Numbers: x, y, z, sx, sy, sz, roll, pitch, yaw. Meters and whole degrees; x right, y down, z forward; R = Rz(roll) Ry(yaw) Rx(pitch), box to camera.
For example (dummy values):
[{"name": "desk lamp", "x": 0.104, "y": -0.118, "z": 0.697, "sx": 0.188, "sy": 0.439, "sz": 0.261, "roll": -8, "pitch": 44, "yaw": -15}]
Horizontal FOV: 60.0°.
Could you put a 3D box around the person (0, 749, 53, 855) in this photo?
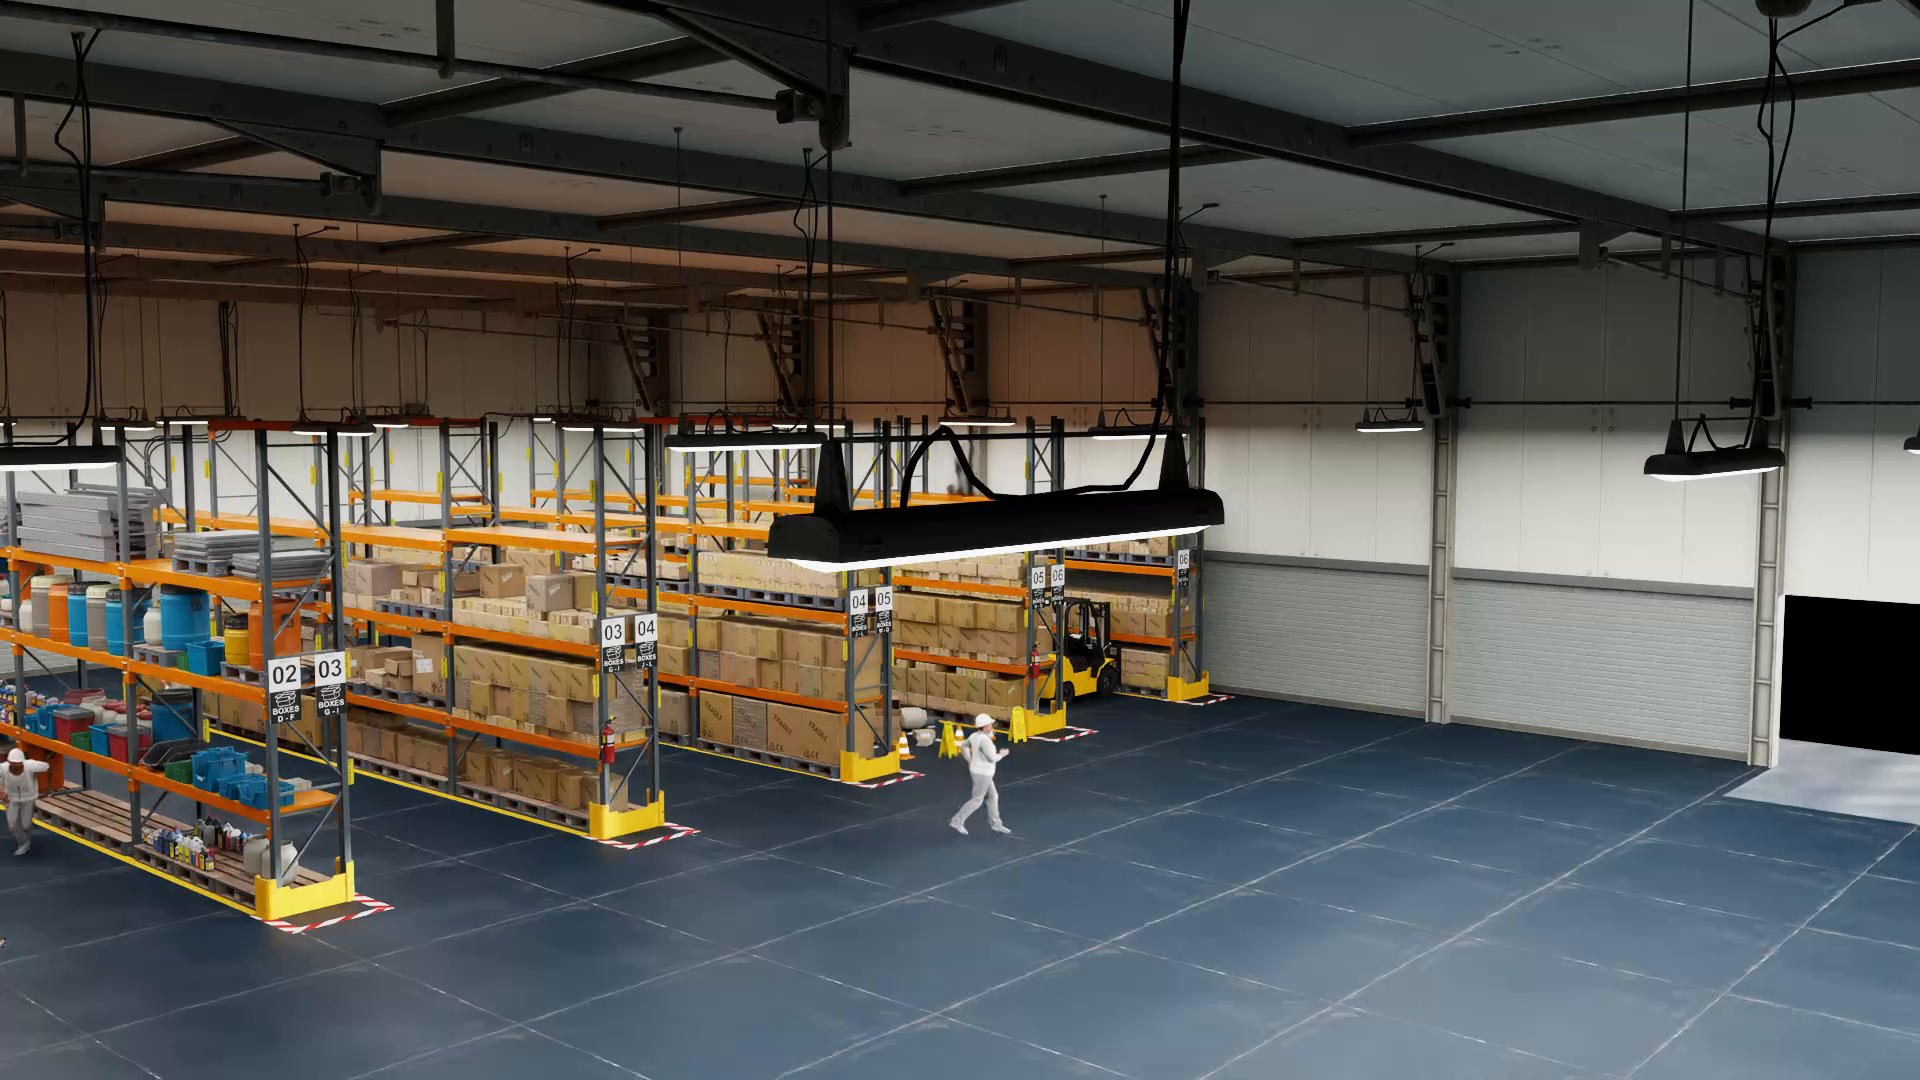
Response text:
[{"name": "person", "x": -13.027, "y": 3.630, "z": 23.141, "sx": 0.727, "sy": 1.567, "sz": 0.862, "roll": -2, "pitch": 5, "yaw": -24}]

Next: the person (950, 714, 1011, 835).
[{"name": "person", "x": 0.299, "y": 3.411, "z": 24.160, "sx": 0.940, "sy": 1.788, "sz": 0.642, "roll": -1, "pitch": 5, "yaw": -13}]

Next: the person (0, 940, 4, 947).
[{"name": "person", "x": -9.861, "y": 4.246, "z": 16.294, "sx": 0.908, "sy": 1.502, "sz": 0.577, "roll": -2, "pitch": 5, "yaw": -22}]

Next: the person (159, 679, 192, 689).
[{"name": "person", "x": -14.233, "y": 2.890, "z": 30.460, "sx": 0.983, "sy": 1.805, "sz": 0.652, "roll": 4, "pitch": 6, "yaw": 42}]
